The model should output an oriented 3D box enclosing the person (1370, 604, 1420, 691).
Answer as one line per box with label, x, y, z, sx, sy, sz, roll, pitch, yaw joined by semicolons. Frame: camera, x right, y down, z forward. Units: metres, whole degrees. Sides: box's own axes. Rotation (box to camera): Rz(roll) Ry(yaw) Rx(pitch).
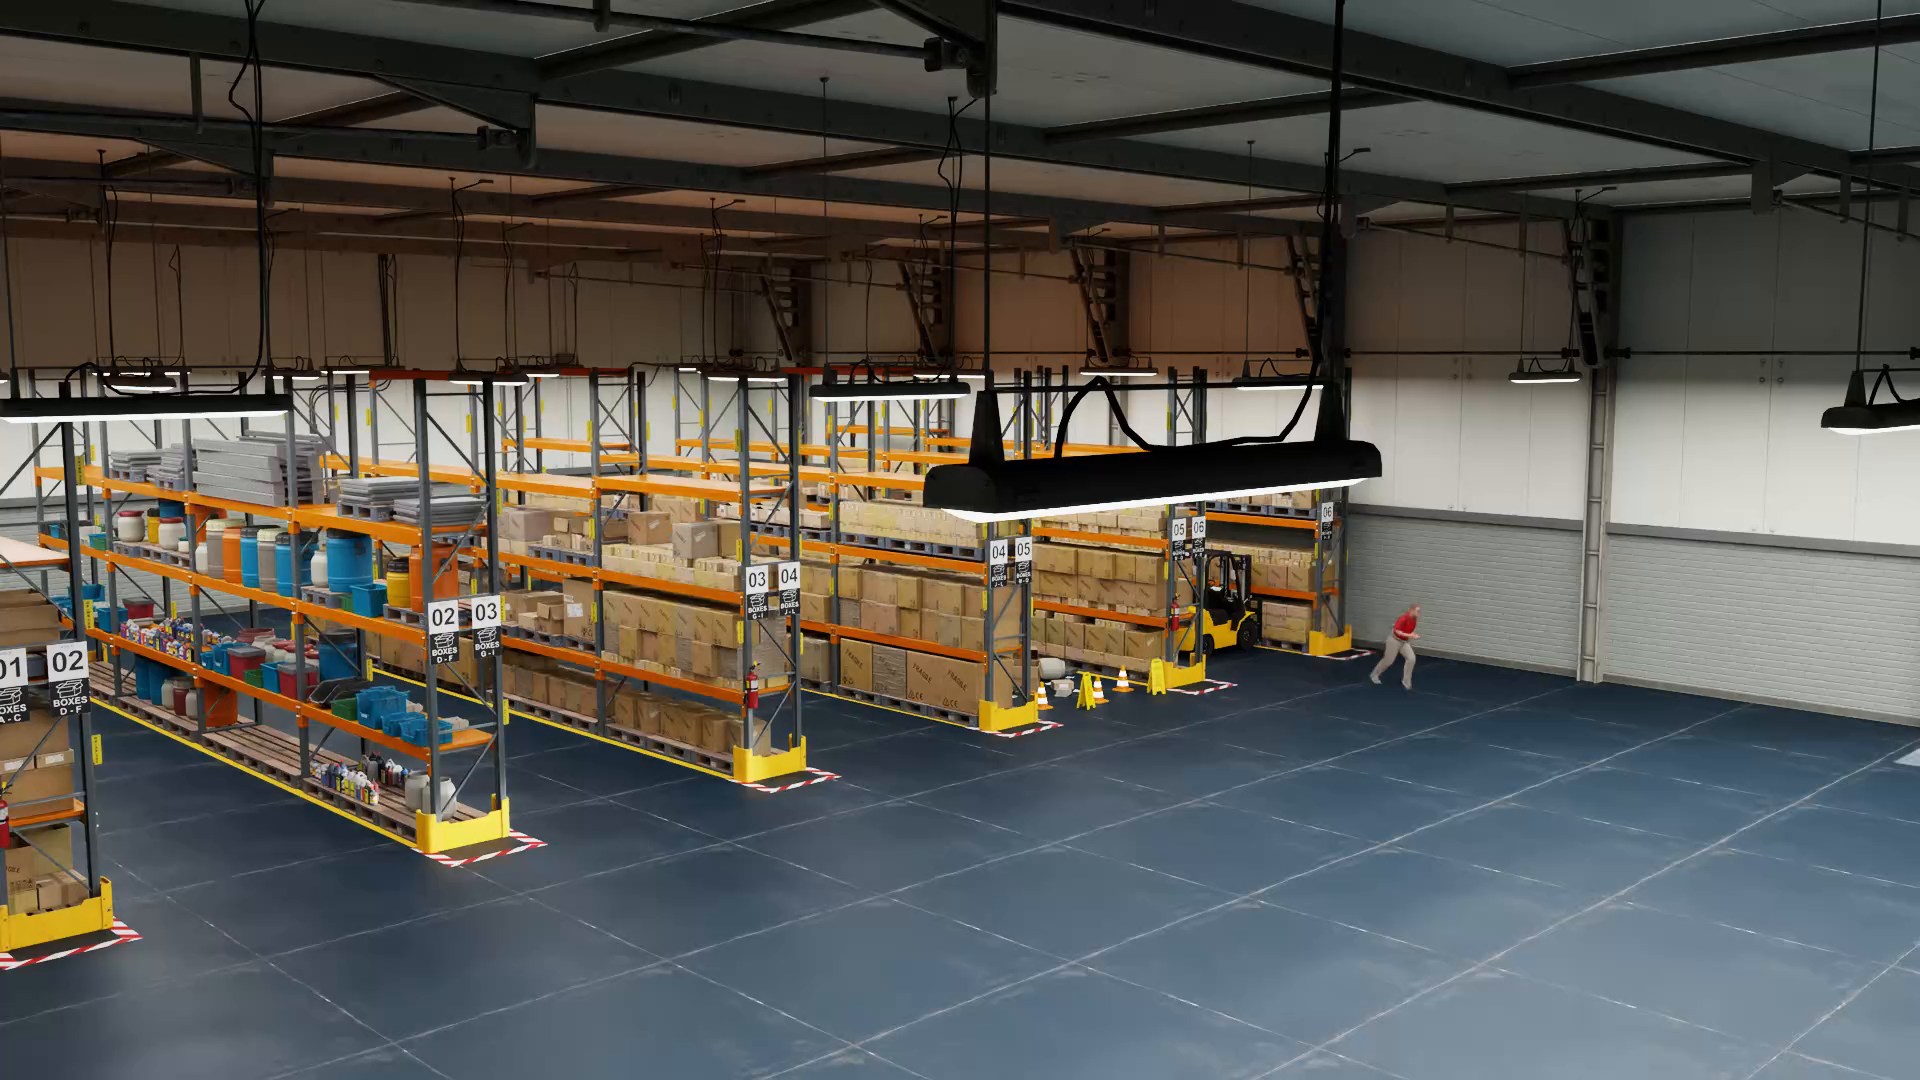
person;8.240;2.014;31.431;1.015;1.696;0.707;6;9;43
